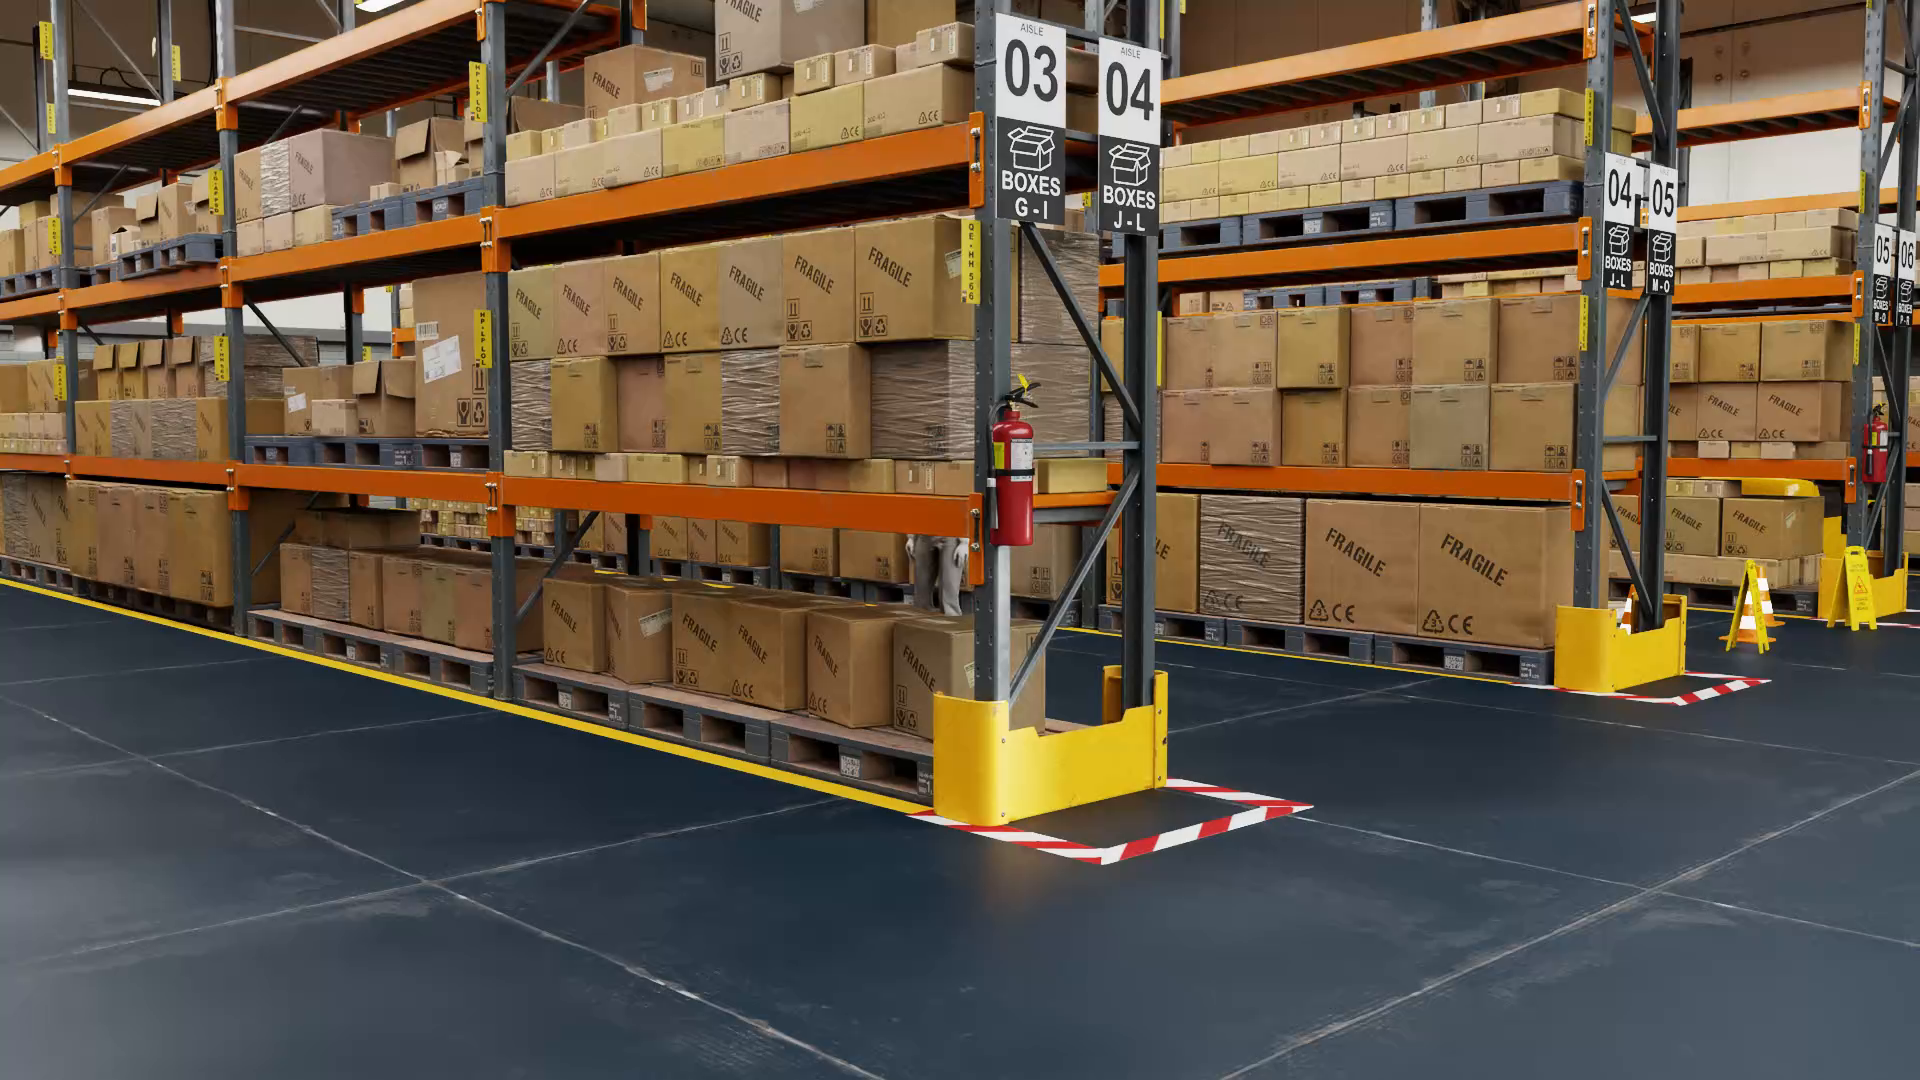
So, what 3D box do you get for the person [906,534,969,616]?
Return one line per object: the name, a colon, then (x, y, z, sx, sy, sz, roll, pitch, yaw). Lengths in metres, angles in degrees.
person: (-0.132, 0.018, 10.759, 0.544, 1.663, 0.376, 4, 5, 42)
